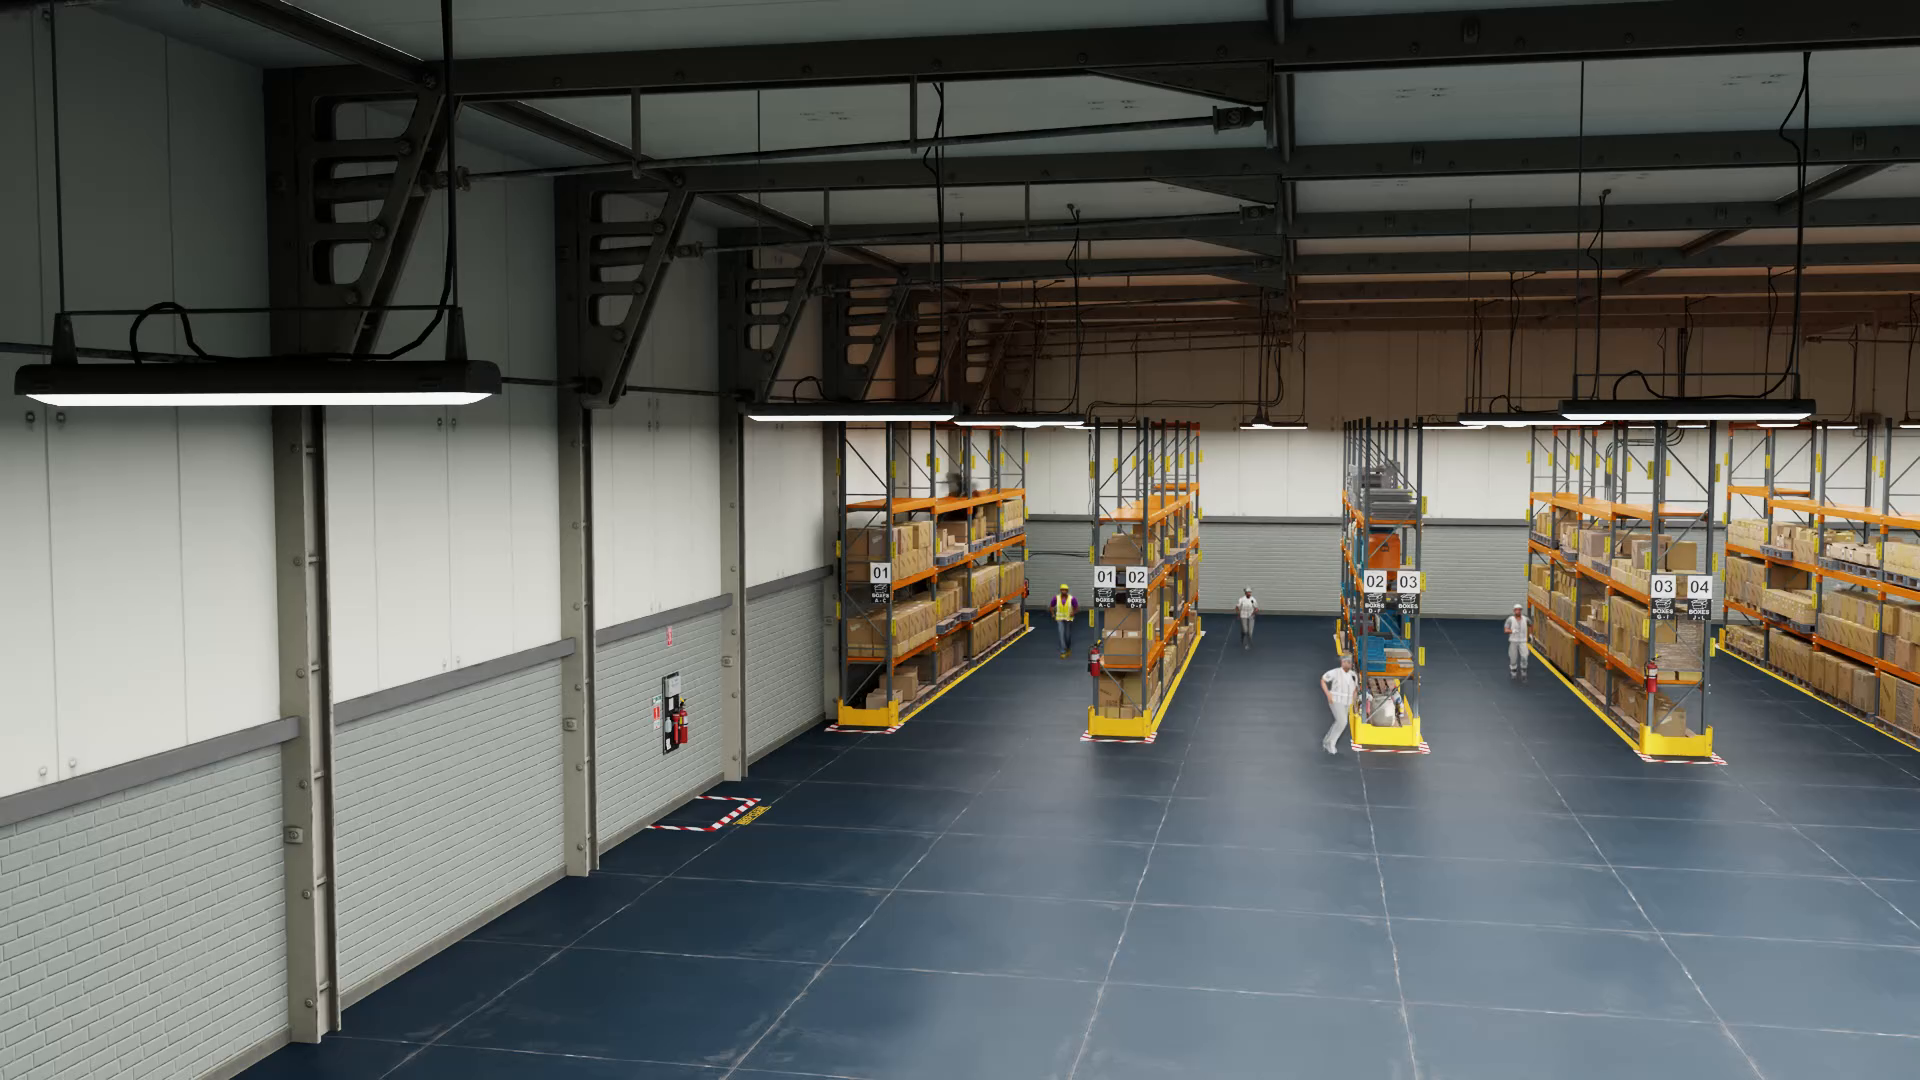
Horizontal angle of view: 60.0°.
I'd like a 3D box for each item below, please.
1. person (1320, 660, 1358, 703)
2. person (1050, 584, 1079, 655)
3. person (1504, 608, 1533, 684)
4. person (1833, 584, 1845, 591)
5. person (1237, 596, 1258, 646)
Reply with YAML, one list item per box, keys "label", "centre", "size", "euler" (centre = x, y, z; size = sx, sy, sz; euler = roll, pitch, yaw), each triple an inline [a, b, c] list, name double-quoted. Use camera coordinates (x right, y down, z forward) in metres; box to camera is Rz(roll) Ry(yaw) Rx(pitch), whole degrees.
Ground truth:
- label: "person"
  centre: [6.869, 2.522, 29.725]
  size: [0.629, 0.858, 0.615]
  euler: [-2, 4, -30]
- label: "person"
  centre: [2.513, 1.913, 40.221]
  size: [0.707, 1.701, 0.622]
  euler: [0, 4, 6]
- label: "person"
  centre: [12.766, 2.391, 38.016]
  size: [0.645, 1.772, 0.599]
  euler: [1, 4, 14]
- label: "person"
  centre: [23.717, 2.016, 44.867]
  size: [0.609, 1.611, 0.626]
  euler: [2, 4, 22]
- label: "person"
  centre: [7.572, 2.145, 43.774]
  size: [0.534, 1.342, 0.479]
  euler: [0, 4, 0]
